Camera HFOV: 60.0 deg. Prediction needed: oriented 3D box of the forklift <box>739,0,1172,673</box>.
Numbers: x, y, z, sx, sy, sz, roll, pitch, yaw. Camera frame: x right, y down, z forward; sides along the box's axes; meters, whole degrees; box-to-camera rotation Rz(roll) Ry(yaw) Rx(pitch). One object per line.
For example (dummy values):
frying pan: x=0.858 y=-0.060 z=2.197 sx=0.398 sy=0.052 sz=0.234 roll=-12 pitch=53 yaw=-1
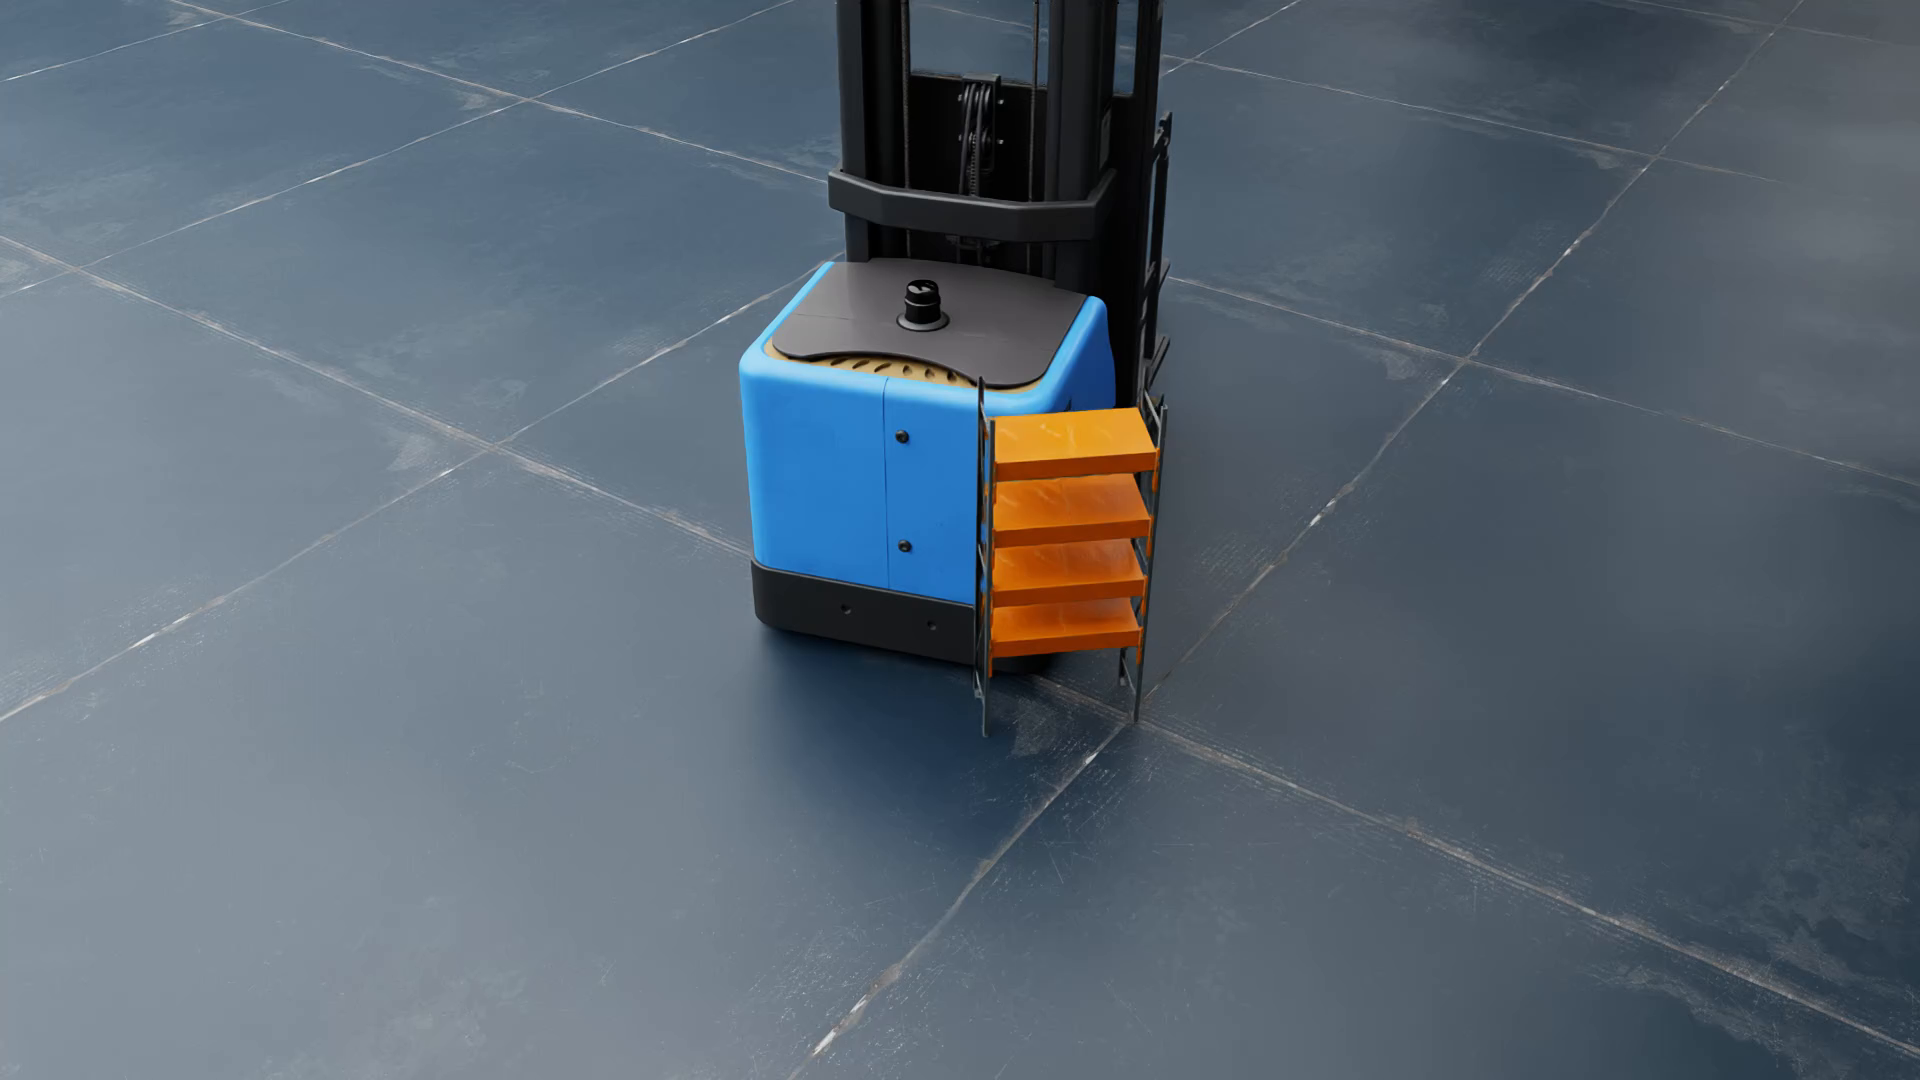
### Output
forklift: x=0.211 y=-1.597 z=5.995 sx=1.130 sy=2.935 sz=3.031 roll=10 pitch=35 yaw=14

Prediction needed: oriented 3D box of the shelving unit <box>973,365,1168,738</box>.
shelving unit: x=0.313 y=0.062 z=5.077 sx=0.503 sy=1.200 sz=0.258 roll=-4 pitch=37 yaw=-6

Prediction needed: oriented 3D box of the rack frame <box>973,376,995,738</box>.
rack frame: x=0.071 y=0.080 z=5.050 sx=0.015 sy=1.200 sz=0.240 roll=-4 pitch=37 yaw=-6

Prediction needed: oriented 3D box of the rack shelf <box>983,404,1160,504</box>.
rack shelf: x=0.315 y=-0.254 z=4.843 sx=0.480 sy=0.148 sz=0.258 roll=-4 pitch=37 yaw=-6

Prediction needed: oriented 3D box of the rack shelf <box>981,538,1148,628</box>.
rack shelf: x=0.312 y=0.116 z=5.117 sx=0.480 sy=0.148 sz=0.258 roll=-4 pitch=37 yaw=-6

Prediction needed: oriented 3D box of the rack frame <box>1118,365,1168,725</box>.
rack frame: x=0.555 y=0.043 z=5.104 sx=0.015 sy=1.200 sz=0.240 roll=-4 pitch=37 yaw=-6

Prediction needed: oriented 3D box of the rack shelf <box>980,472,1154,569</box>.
rack shelf: x=0.314 y=-0.064 z=4.984 sx=0.480 sy=0.148 sz=0.258 roll=-4 pitch=37 yaw=-6

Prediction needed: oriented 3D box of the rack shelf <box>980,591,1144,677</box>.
rack shelf: x=0.311 y=0.275 z=5.236 sx=0.480 sy=0.148 sz=0.258 roll=-4 pitch=37 yaw=-6
